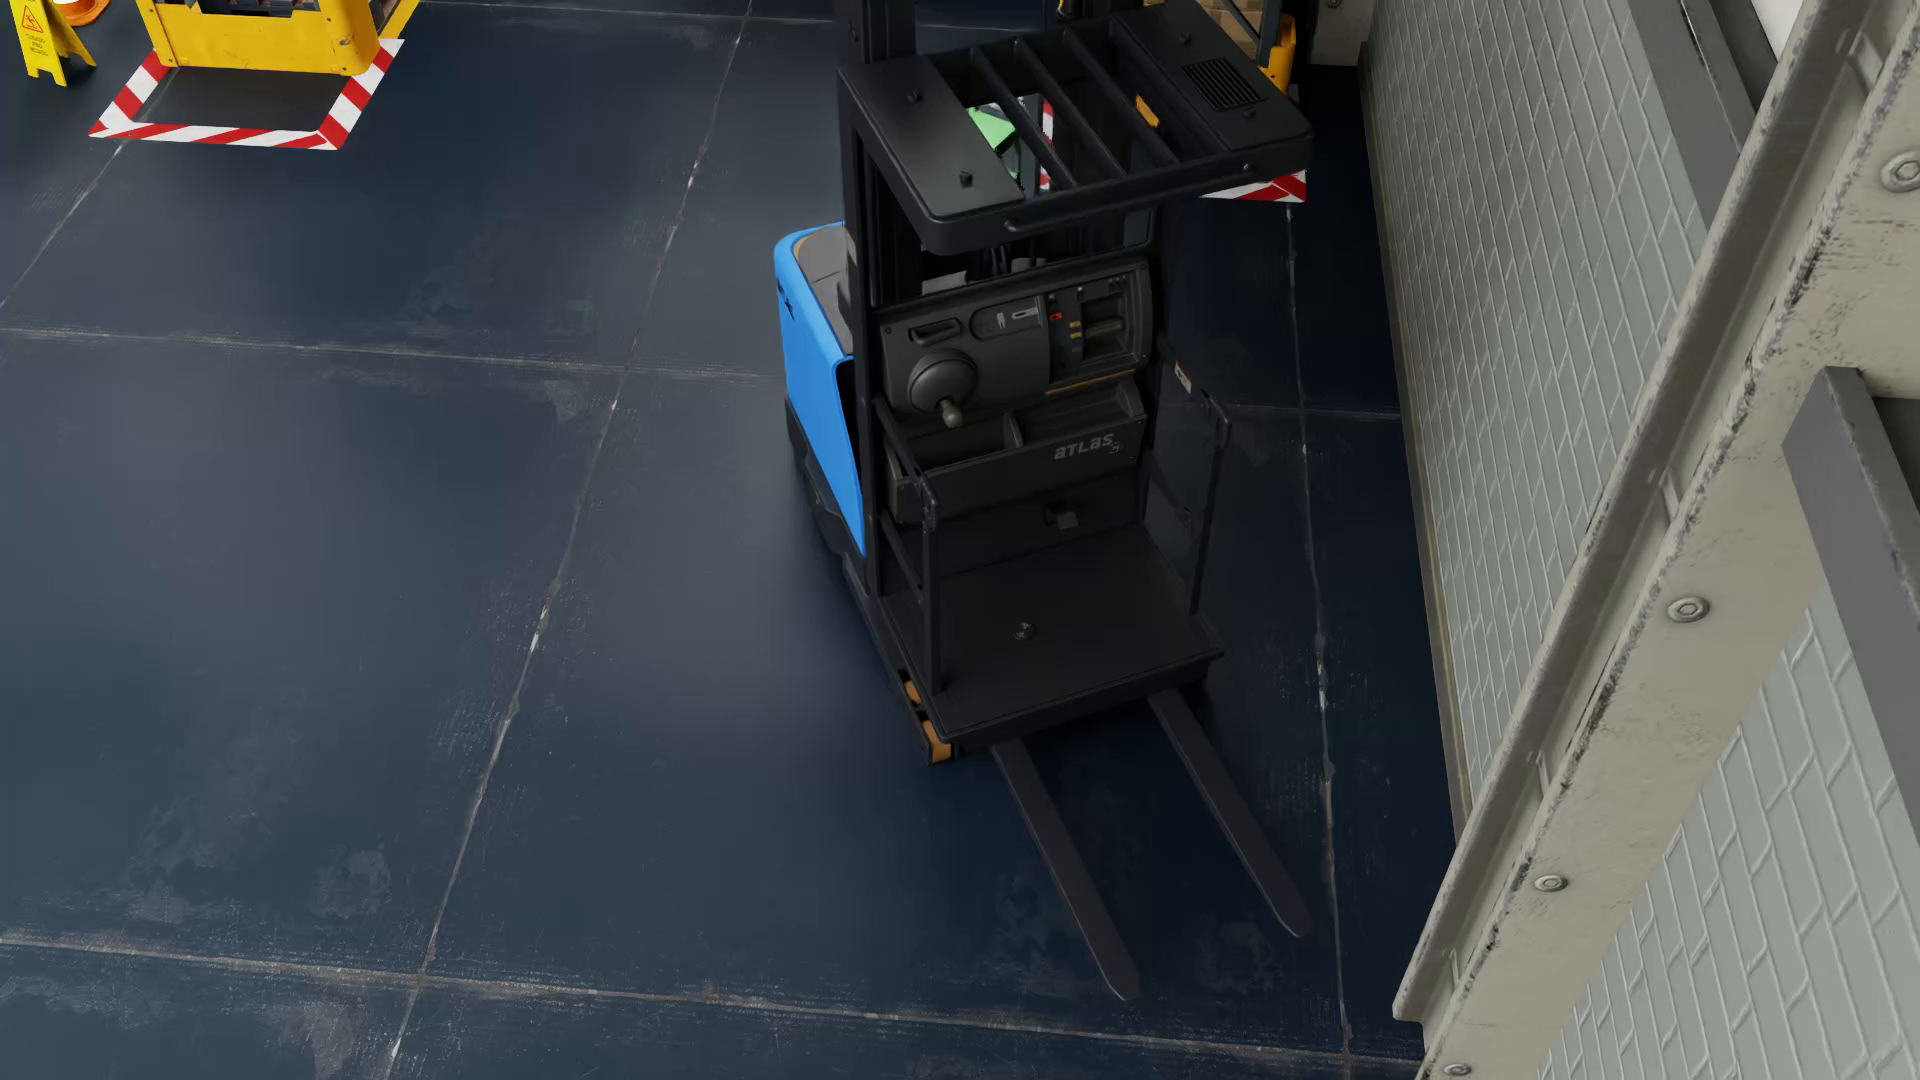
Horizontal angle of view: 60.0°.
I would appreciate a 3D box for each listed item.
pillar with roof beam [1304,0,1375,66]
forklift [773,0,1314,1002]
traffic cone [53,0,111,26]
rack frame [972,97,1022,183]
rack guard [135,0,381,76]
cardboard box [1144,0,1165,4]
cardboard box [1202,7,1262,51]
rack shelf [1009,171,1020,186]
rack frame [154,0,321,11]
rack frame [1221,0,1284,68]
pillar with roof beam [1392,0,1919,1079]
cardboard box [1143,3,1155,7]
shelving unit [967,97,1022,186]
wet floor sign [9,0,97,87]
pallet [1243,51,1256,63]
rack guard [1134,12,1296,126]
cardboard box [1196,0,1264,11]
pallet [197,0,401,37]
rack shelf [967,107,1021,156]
[{"bbox_3d":[-2.206,-6.082,6.215,9.100,9.000,0.400,4,48,4],"label":"pillar with roof beam"},{"bbox_3d":[0.273,-0.541,5.259,1.130,2.935,3.031,-16,50,-14],"label":"forklift"},{"bbox_3d":[-5.069,-3.195,9.358,0.336,0.463,0.334,4,48,4],"label":"traffic cone"},{"bbox_3d":[0.149,-1.442,7.255,0.240,1.200,0.015,26,53,22],"label":"rack frame"},{"bbox_3d":[-3.817,-2.860,9.027,1.175,0.500,0.348,4,48,4],"label":"rack guard"},{"bbox_3d":[0.853,-3.078,8.773,0.500,0.250,0.500,3,48,3],"label":"cardboard box"},{"bbox_3d":[1.359,-2.879,8.929,0.500,0.250,0.500,4,48,4],"label":"cardboard box"},{"bbox_3d":[0.015,-1.410,6.988,0.258,0.148,0.480,26,53,22],"label":"rack shelf"},{"bbox_3d":[-3.823,-3.648,8.054,1.000,3.000,0.127,4,48,4],"label":"rack frame"},{"bbox_3d":[1.120,-3.317,7.751,1.000,3.000,0.127,4,48,4],"label":"rack frame"},{"bbox_3d":[-2.753,-1.673,2.182,9.100,9.000,0.400,4,48,4],"label":"pillar with roof beam"},{"bbox_3d":[0.848,-2.897,8.946,0.500,0.250,0.500,4,48,4],"label":"cardboard box"},{"bbox_3d":[0.015,-1.291,7.118,0.258,1.200,0.503,26,53,22],"label":"shelving unit"},{"bbox_3d":[-4.906,-2.786,8.861,0.267,0.644,0.232,19,50,17],"label":"wet floor sign"},{"bbox_3d":[1.148,-2.941,9.297,1.003,0.211,1.213,4,48,4],"label":"pallet"},{"bbox_3d":[1.118,-2.456,8.657,1.175,0.500,0.348,4,48,4],"label":"rack guard"},{"bbox_3d":[1.370,-3.031,8.730,0.500,0.250,0.500,5,48,4],"label":"cardboard box"},{"bbox_3d":[-3.707,-3.358,9.678,1.003,0.211,1.213,4,48,4],"label":"pallet"},{"bbox_3d":[0.015,-1.572,6.811,0.258,0.148,0.480,26,53,22],"label":"rack shelf"}]
